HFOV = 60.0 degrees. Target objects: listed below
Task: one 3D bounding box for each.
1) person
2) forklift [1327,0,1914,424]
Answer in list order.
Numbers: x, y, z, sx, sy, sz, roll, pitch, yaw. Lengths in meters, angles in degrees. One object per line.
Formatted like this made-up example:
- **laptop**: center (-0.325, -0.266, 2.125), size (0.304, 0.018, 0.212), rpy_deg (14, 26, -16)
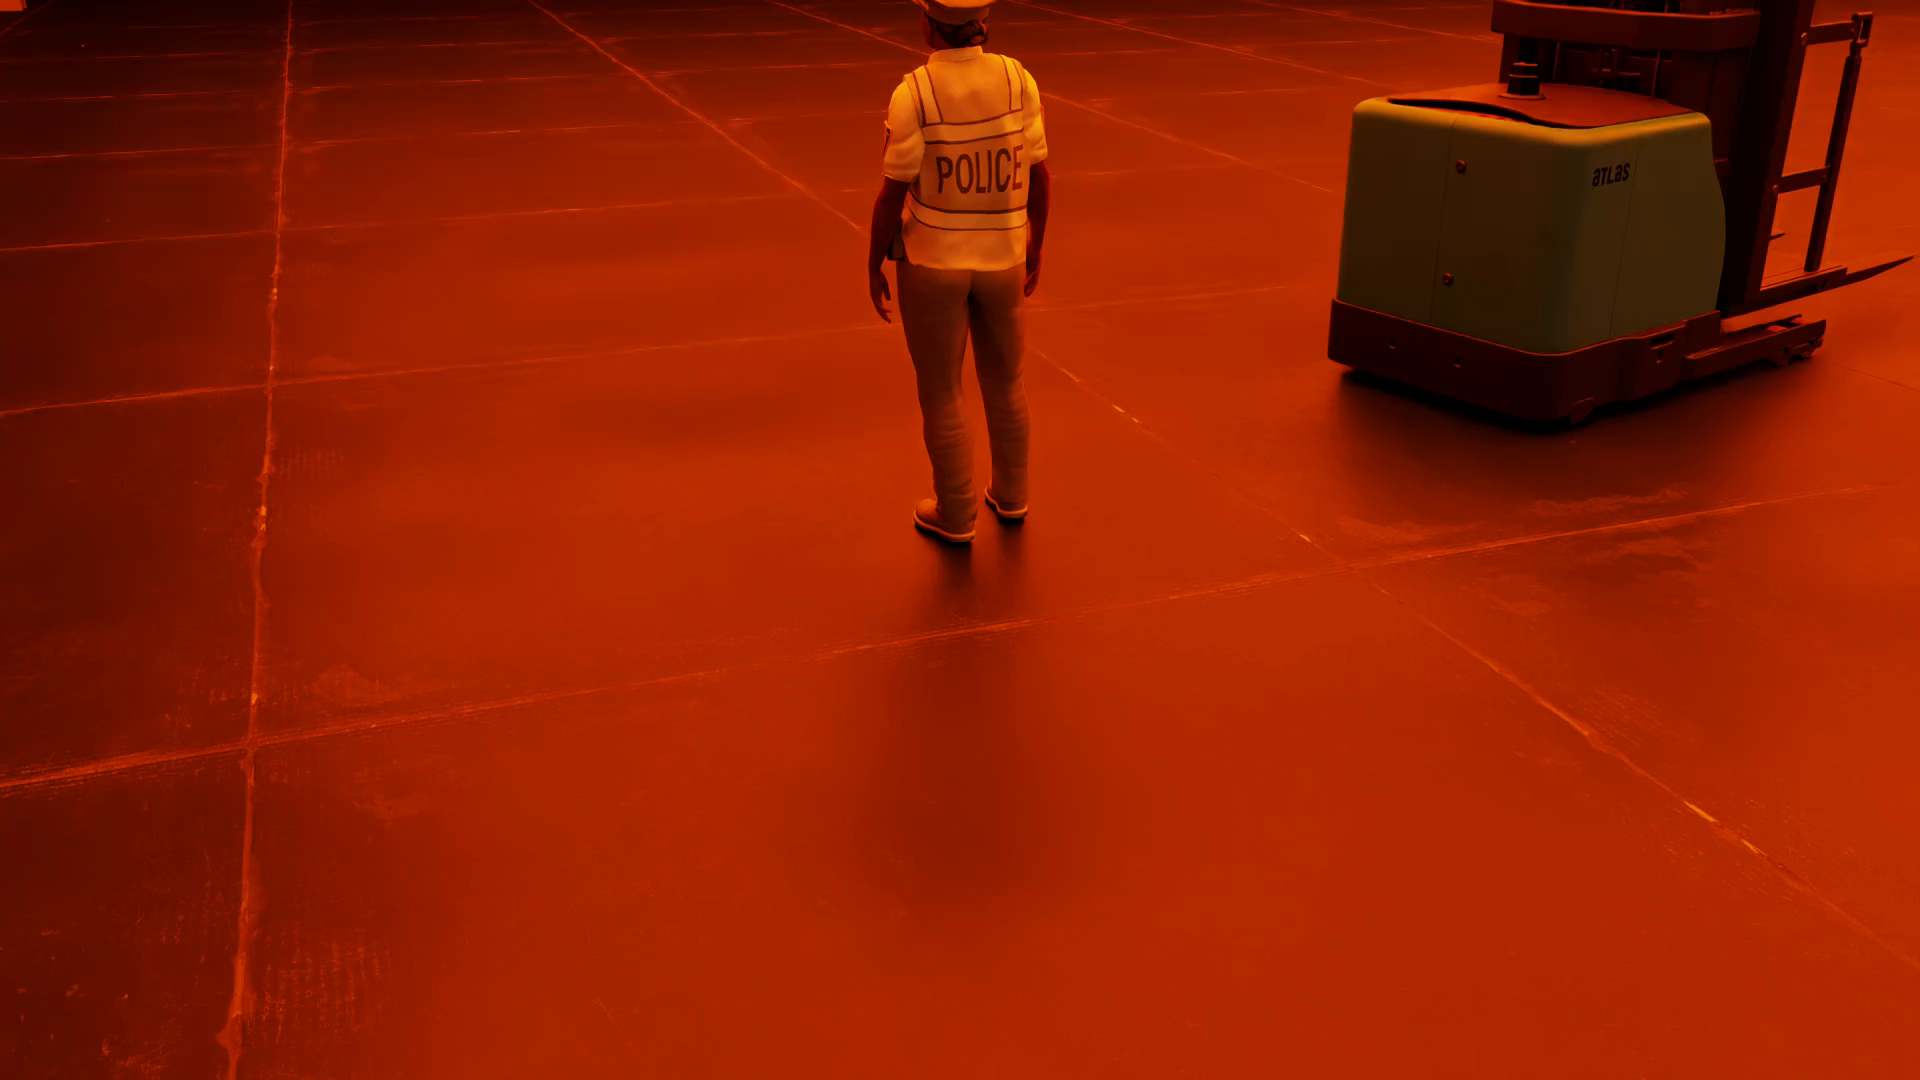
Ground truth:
- **person**: center (-0.007, -0.818, 4.820), size (0.569, 1.695, 0.528), rpy_deg (-8, 24, -18)
- **forklift**: center (2.950, -2.205, 6.542), size (3.031, 2.935, 1.130), rpy_deg (-16, 28, -33)
